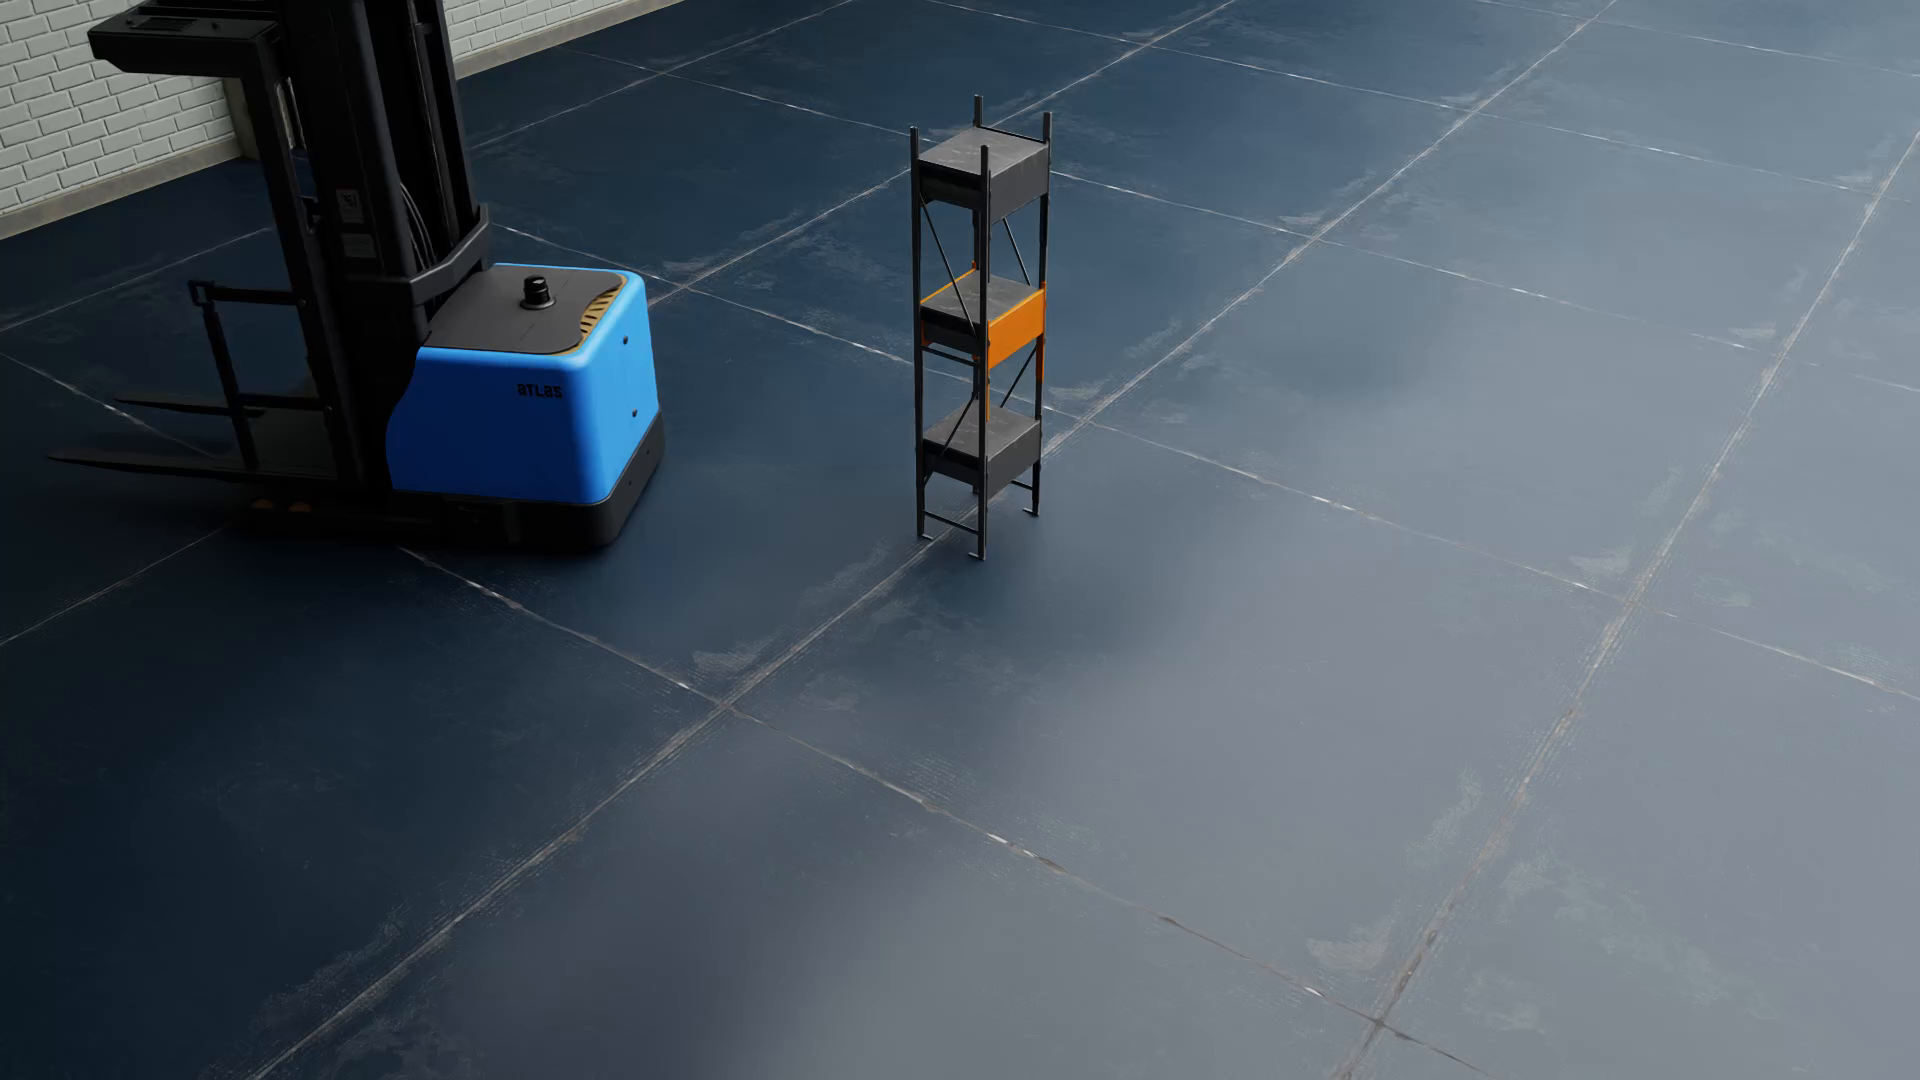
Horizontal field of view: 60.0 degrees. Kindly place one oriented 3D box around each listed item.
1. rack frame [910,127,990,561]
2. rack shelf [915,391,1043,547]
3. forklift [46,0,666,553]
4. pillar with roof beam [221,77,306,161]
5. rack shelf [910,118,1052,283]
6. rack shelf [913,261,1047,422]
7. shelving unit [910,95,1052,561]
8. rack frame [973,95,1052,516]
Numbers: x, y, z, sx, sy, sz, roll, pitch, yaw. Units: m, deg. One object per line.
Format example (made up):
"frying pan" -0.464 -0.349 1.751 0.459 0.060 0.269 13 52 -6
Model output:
"rack frame" -0.045 -0.834 7.608 0.400 2.100 0.015 21 39 28
"rack shelf" 0.094 -0.355 8.174 0.431 0.518 0.480 21 39 28
"forklift" -3.124 -1.522 7.884 3.031 2.935 1.130 5 34 7
"pillar with roof beam" -1.664 -5.309 8.068 9.100 9.000 0.400 21 39 28
"rack shelf" 0.094 -1.515 7.390 0.431 0.518 0.480 21 39 28
"rack shelf" 0.094 -0.935 7.782 0.431 0.518 0.480 21 39 28
"shelving unit" 0.094 -0.946 7.774 0.431 2.100 0.503 21 39 28
"rack frame" 0.234 -1.058 7.940 0.400 2.100 0.015 21 39 28
